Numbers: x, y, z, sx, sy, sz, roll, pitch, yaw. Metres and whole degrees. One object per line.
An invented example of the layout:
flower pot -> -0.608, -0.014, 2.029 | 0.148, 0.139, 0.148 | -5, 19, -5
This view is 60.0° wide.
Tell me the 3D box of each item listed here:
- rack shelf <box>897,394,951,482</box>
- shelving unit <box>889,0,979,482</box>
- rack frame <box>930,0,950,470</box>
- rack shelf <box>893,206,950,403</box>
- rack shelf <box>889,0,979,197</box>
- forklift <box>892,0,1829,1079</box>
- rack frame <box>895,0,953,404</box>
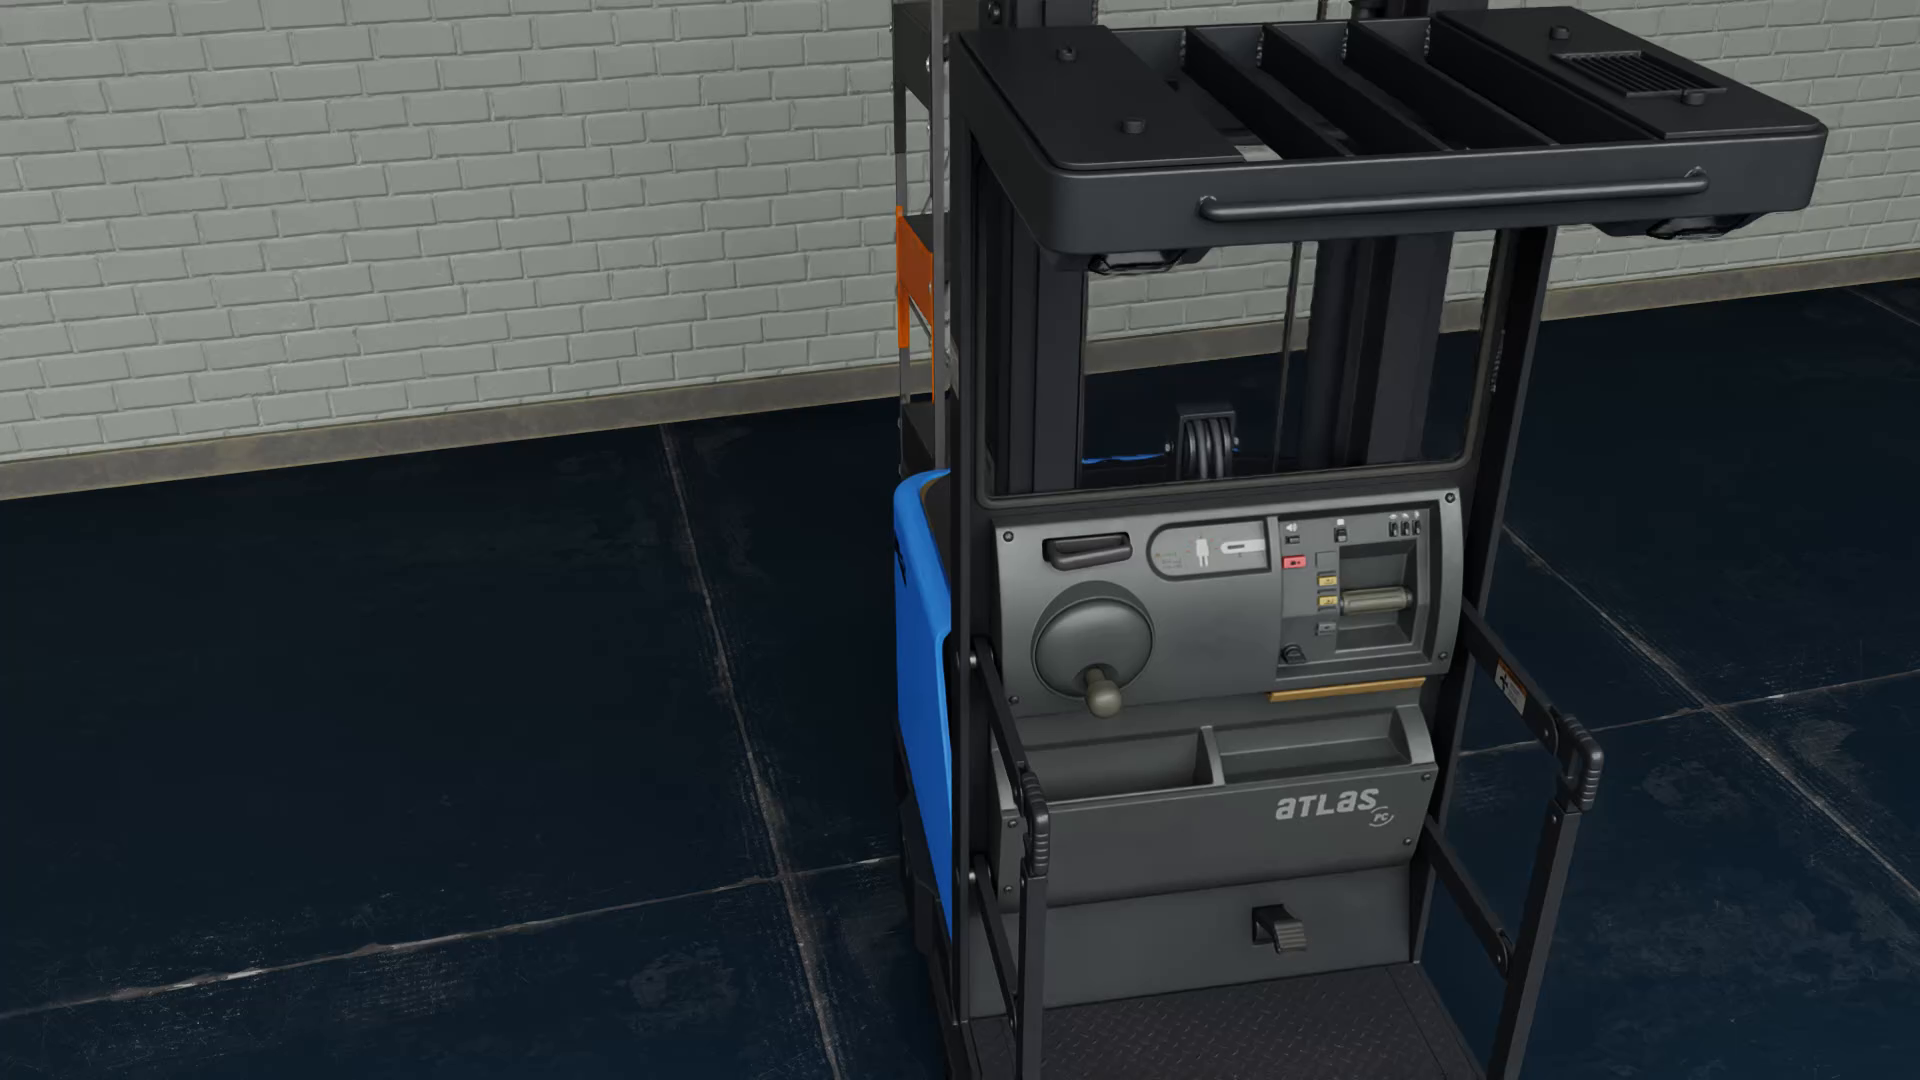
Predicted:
rack shelf -> 0.044, -0.211, 5.943 | 0.431, 0.518, 0.480 | -8, 31, -13
shelving unit -> 0.044, -0.829, 5.586 | 0.431, 2.100, 0.503 | -8, 31, -13
rack frame -> 0.109, -0.711, 5.382 | 0.400, 2.100, 0.015 | -8, 31, -13
rack shelf -> 0.044, -0.817, 5.593 | 0.431, 0.518, 0.480 | -8, 31, -13
rack shelf -> 0.044, -1.423, 5.242 | 0.431, 0.518, 0.480 | -8, 31, -13
forklift -> 0.568, 0.163, 3.042 | 1.130, 2.935, 3.031 | -5, 30, -9
rack frame -> -0.021, -0.947, 5.789 | 0.400, 2.100, 0.015 | -8, 31, -13
